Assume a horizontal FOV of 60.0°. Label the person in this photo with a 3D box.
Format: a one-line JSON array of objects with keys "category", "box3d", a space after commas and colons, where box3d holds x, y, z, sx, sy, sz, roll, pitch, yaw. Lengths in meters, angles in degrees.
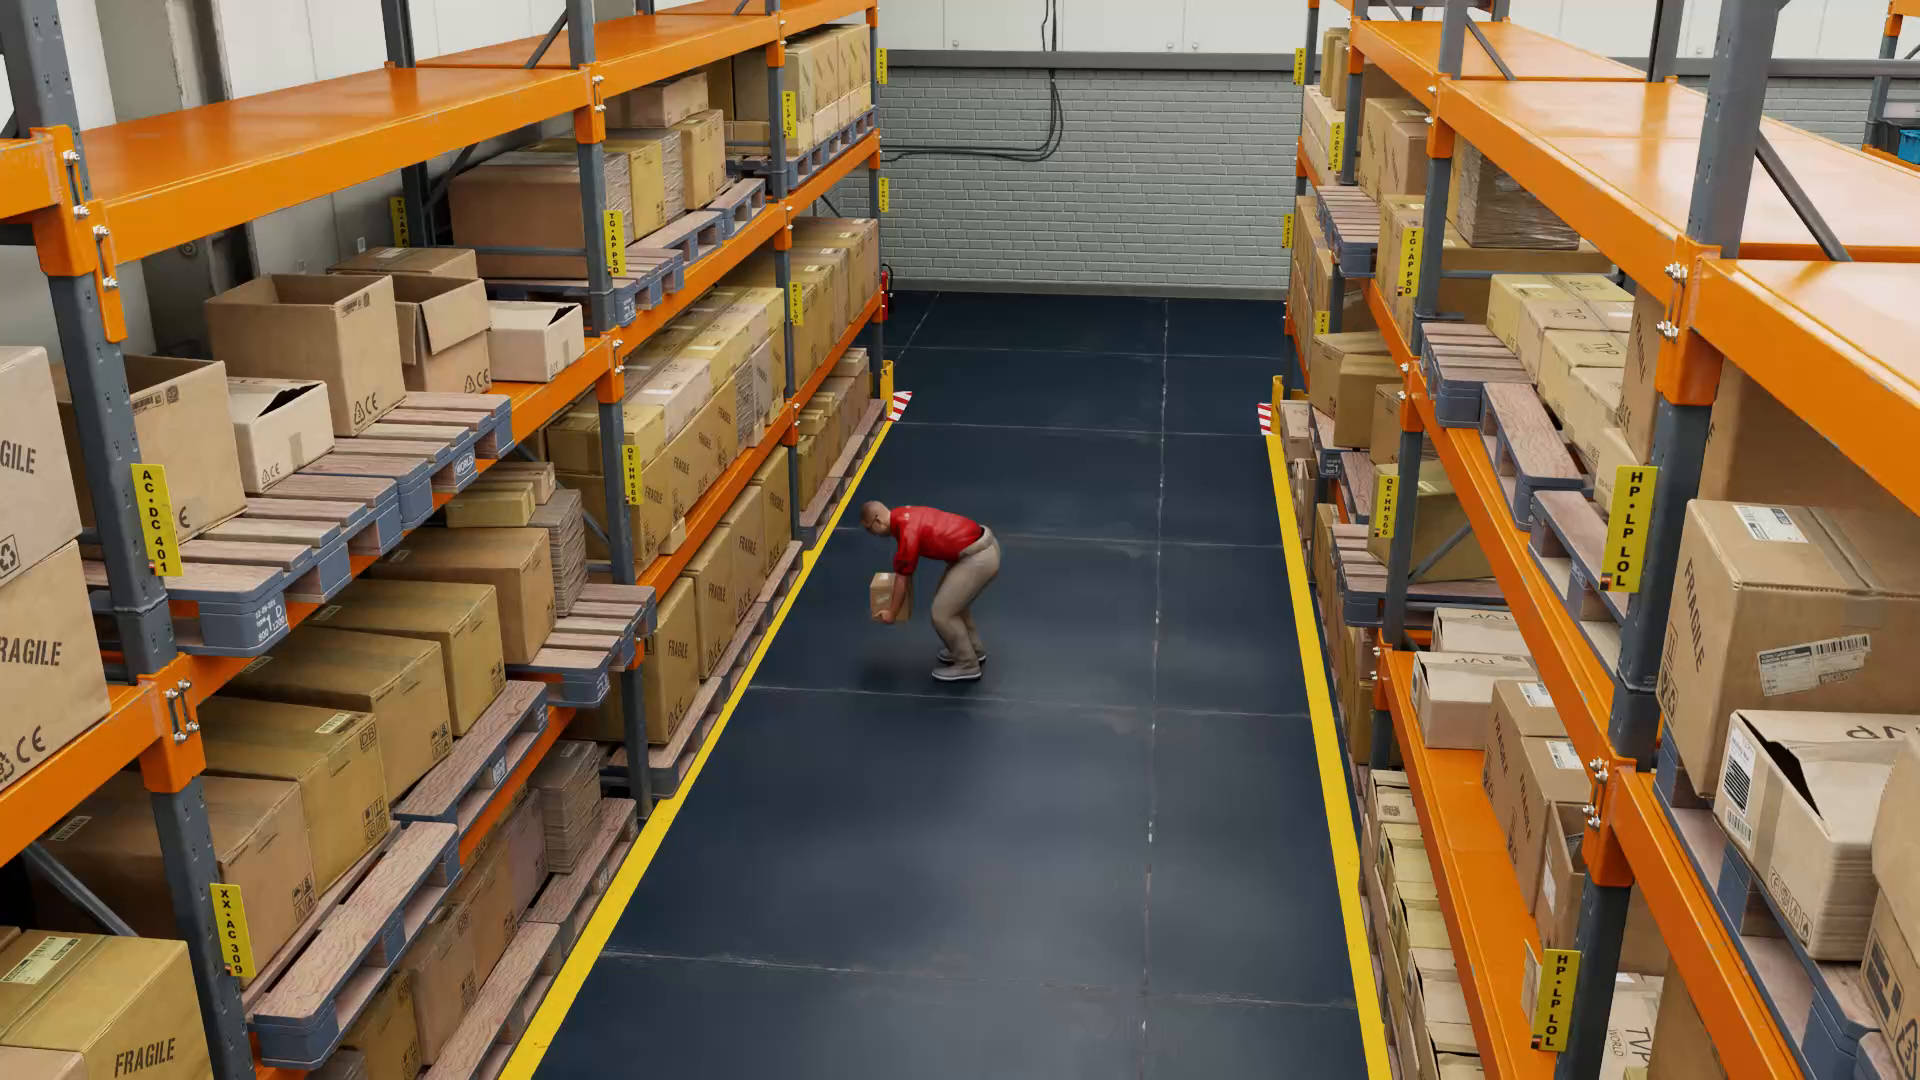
[{"category": "person", "box3d": [-0.194, 0.310, 11.053, 0.927, 1.191, 0.515, 2, 21, 4]}]
